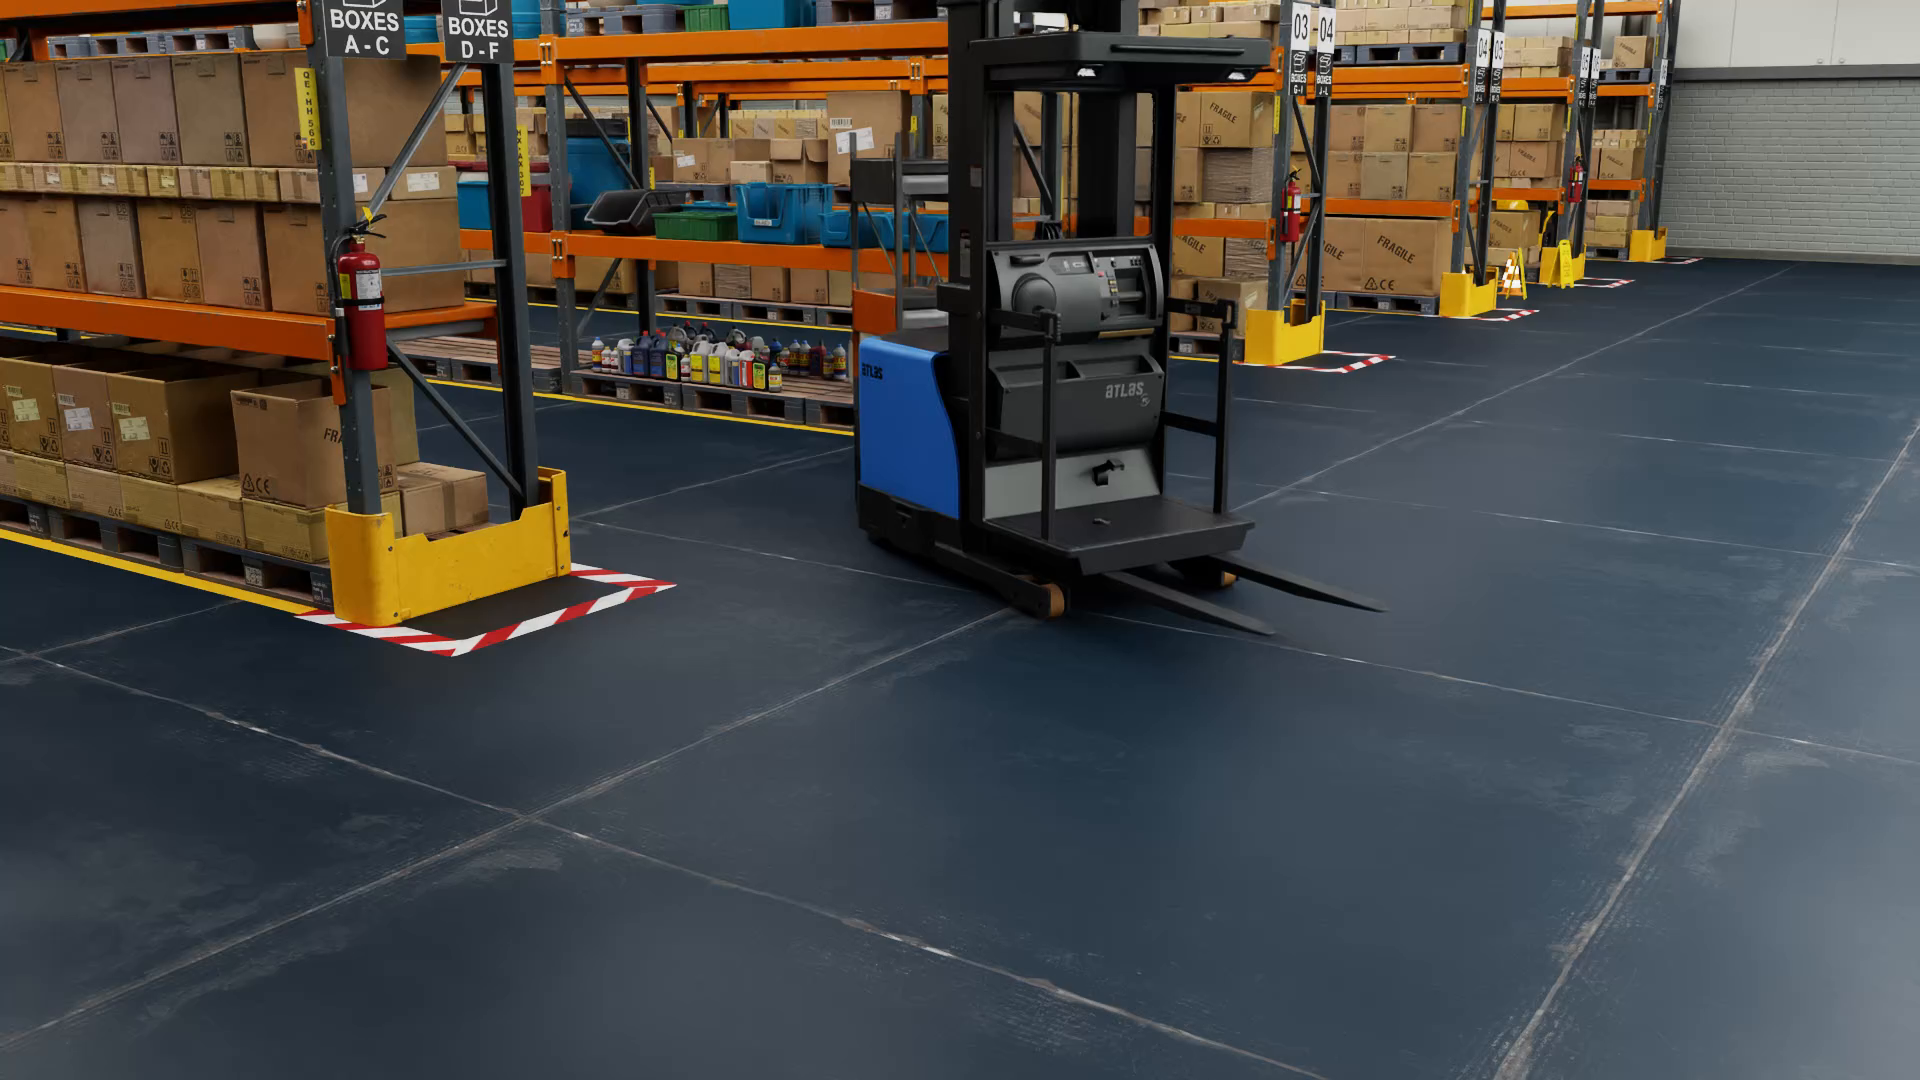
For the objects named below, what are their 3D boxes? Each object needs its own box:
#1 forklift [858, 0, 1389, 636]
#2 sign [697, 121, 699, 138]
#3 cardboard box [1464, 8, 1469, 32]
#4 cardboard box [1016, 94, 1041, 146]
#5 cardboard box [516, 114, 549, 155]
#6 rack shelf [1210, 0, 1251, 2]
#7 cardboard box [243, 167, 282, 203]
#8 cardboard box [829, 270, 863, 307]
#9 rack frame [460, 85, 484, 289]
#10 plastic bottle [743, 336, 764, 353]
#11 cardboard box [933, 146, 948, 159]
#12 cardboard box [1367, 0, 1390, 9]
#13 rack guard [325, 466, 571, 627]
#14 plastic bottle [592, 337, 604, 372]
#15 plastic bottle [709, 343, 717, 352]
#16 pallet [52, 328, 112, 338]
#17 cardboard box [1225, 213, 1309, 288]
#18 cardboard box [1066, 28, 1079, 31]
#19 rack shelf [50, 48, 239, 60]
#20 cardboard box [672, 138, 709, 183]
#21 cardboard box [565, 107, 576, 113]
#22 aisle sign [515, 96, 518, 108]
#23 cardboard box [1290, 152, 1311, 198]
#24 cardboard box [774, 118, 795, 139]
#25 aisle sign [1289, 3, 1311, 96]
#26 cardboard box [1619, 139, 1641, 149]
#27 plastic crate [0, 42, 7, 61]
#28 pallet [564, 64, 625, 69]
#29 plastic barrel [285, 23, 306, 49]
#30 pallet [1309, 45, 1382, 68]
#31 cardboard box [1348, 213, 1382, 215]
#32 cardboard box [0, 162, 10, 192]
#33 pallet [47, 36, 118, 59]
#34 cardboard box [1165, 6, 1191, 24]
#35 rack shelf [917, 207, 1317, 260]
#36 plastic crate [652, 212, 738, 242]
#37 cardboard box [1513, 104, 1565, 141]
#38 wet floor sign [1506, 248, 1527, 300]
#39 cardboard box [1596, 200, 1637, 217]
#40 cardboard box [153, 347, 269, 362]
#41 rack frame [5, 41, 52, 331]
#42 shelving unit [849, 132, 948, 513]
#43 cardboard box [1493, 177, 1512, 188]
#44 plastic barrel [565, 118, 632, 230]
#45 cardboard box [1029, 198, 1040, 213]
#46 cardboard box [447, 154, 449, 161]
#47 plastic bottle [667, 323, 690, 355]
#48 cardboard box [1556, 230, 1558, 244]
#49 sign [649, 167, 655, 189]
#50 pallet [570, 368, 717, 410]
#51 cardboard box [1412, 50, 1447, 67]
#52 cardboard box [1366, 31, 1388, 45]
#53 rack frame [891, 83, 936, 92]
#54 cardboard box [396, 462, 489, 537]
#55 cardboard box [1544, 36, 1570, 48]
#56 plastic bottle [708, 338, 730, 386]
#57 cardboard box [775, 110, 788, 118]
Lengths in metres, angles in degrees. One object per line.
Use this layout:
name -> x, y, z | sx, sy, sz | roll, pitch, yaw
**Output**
forklift -> 0.666, -1.193, 7.543 | 1.130, 2.935, 3.031 | -9, 16, -31
sign -> -3.189, -4.892, 20.098 | 0.005, 0.325, 0.100 | 9, 17, 33
cardboard box -> 5.749, -6.057, 19.420 | 0.500, 0.250, 0.500 | 9, 17, 33
cardboard box -> 0.897, -4.156, 16.461 | 0.500, 0.500, 0.500 | 9, 17, 33
cardboard box -> -5.181, -5.072, 20.776 | 0.637, 0.503, 0.797 | 10, 17, 35
rack shelf -> 3.707, -8.335, 26.098 | 4.000, 0.370, 1.077 | 9, 17, 33
cardboard box -> -3.019, -1.623, 7.579 | 0.250, 0.149, 0.380 | 10, 17, 34
cardboard box -> -1.047, -2.877, 18.490 | 0.500, 0.500, 0.700 | 9, 17, 32
rack frame -> -6.803, -4.795, 21.953 | 0.127, 3.000, 1.000 | 9, 17, 33
plastic bottle -> -1.674, -1.506, 13.417 | 0.135, 0.276, 0.152 | 10, 17, 34
cardboard box -> 0.174, -3.843, 17.277 | 0.500, 0.500, 0.875 | 9, 17, 33
cardboard box -> 4.903, -6.215, 19.227 | 0.250, 0.149, 0.380 | 10, 17, 34
rack guard -> -2.357, 0.005, 7.762 | 0.348, 0.500, 1.175 | 9, 17, 33
plastic bottle -> -2.909, -1.494, 13.379 | 0.097, 0.271, 0.097 | 0, 14, 0
plastic bottle -> -1.920, -1.386, 12.933 | 0.135, 0.276, 0.152 | 9, 17, 33
pallet -> -8.950, -2.343, 17.847 | 1.213, 0.211, 1.003 | 9, 17, 33
cardboard box -> 3.920, -3.652, 20.882 | 0.875, 0.875, 0.875 | 9, 17, 33
cardboard box -> 1.356, -4.787, 15.987 | 0.500, 0.250, 0.500 | 9, 16, 32
rack shelf -> -7.908, -4.647, 16.606 | 4.000, 0.370, 1.077 | 9, 17, 33
cardboard box -> -3.013, -4.447, 19.463 | 0.500, 0.500, 0.500 | 7, 15, 26
cardboard box -> -6.204, -6.732, 26.867 | 0.500, 0.500, 0.500 | 9, 16, 32
aisle sign -> -7.498, -7.519, 27.546 | 0.004, 0.787, 0.394 | 9, 17, 33
cardboard box -> 4.347, -4.507, 20.477 | 0.500, 0.550, 0.875 | 9, 17, 33
cardboard box -> -3.073, -7.518, 30.664 | 0.500, 0.500, 0.500 | 9, 17, 33
aisle sign -> 3.038, -4.380, 14.864 | 0.004, 0.787, 0.394 | 9, 17, 33
cardboard box -> 11.008, -6.506, 27.306 | 0.250, 0.149, 0.380 | 9, 17, 34
plastic crate -> -10.087, -5.158, 17.614 | 0.662, 0.188, 0.450 | 9, 17, 33
pallet -> -4.048, -5.699, 19.754 | 1.003, 0.211, 1.213 | 10, 17, 35
plastic barrel -> -5.688, -4.817, 14.756 | 0.600, 0.901, 0.600 | 0, 14, 0
pallet -> 4.369, -5.835, 20.096 | 1.213, 0.211, 1.003 | 9, 17, 33
cardboard box -> 6.156, -4.729, 24.973 | 0.500, 0.500, 0.500 | 10, 17, 35
cardboard box -> -4.940, -1.934, 8.835 | 0.250, 0.149, 0.380 | 9, 17, 32
pallet -> -8.862, -5.087, 17.280 | 1.003, 0.211, 1.213 | 9, 17, 33
cardboard box -> 2.090, -4.840, 15.373 | 0.250, 0.149, 0.380 | 9, 17, 33
rack shelf -> 1.495, -3.105, 16.622 | 4.000, 0.370, 1.077 | 9, 17, 33
plastic crate -> -1.960, -2.394, 12.692 | 0.662, 0.188, 0.450 | 9, 17, 33
cardboard box -> 8.139, -5.865, 23.367 | 0.500, 0.500, 0.700 | 9, 16, 31
wet floor sign -> 7.135, -3.410, 21.254 | 0.232, 0.644, 0.267 | 6, 15, 23
cardboard box -> 10.896, -5.506, 27.592 | 0.500, 0.250, 0.500 | 10, 17, 35
cardboard box -> -3.941, -0.763, 8.949 | 0.500, 0.500, 0.500 | 9, 17, 33
rack frame -> -9.567, -3.808, 17.963 | 0.127, 3.000, 1.000 | 9, 17, 33
shelving unit -> -0.292, -1.148, 9.092 | 0.431, 2.100, 0.503 | -9, 16, -31
cardboard box -> 7.783, -5.098, 23.698 | 0.250, 0.149, 0.380 | 9, 16, 32
plastic barrel -> -3.080, -3.091, 14.022 | 0.708, 0.901, 0.600 | 9, 17, 33
cardboard box -> 0.897, -3.349, 16.633 | 0.250, 0.149, 0.380 | 9, 17, 33
cardboard box -> -6.561, -4.732, 21.490 | 0.500, 0.500, 0.500 | 9, 17, 33
plastic bottle -> -2.314, -1.605, 13.662 | 0.185, 0.351, 0.144 | 9, 17, 33
cardboard box -> 10.069, -5.159, 28.269 | 0.500, 0.250, 0.500 | 9, 17, 33
sign -> -2.613, -2.978, 14.033 | 0.005, 0.325, 0.100 | 9, 17, 33
pallet -> -2.395, -1.283, 13.567 | 1.213, 0.211, 1.003 | 9, 17, 33
cardboard box -> 6.840, -6.908, 23.938 | 0.500, 0.250, 0.500 | 9, 17, 33
cardboard box -> 4.910, -5.827, 19.320 | 0.250, 0.149, 0.380 | 9, 17, 33
rack frame -> -0.632, -5.234, 23.726 | 0.127, 3.000, 1.000 | 9, 17, 33
cardboard box -> -2.698, -0.197, 8.224 | 0.500, 0.250, 0.500 | 9, 17, 33
cardboard box -> 8.240, -6.870, 22.953 | 0.250, 0.149, 0.380 | 9, 17, 33
plastic bottle -> -1.827, -1.364, 12.690 | 0.185, 0.351, 0.144 | 10, 17, 35
cardboard box -> -3.188, -7.837, 30.602 | 0.250, 0.149, 0.380 | 9, 16, 31
